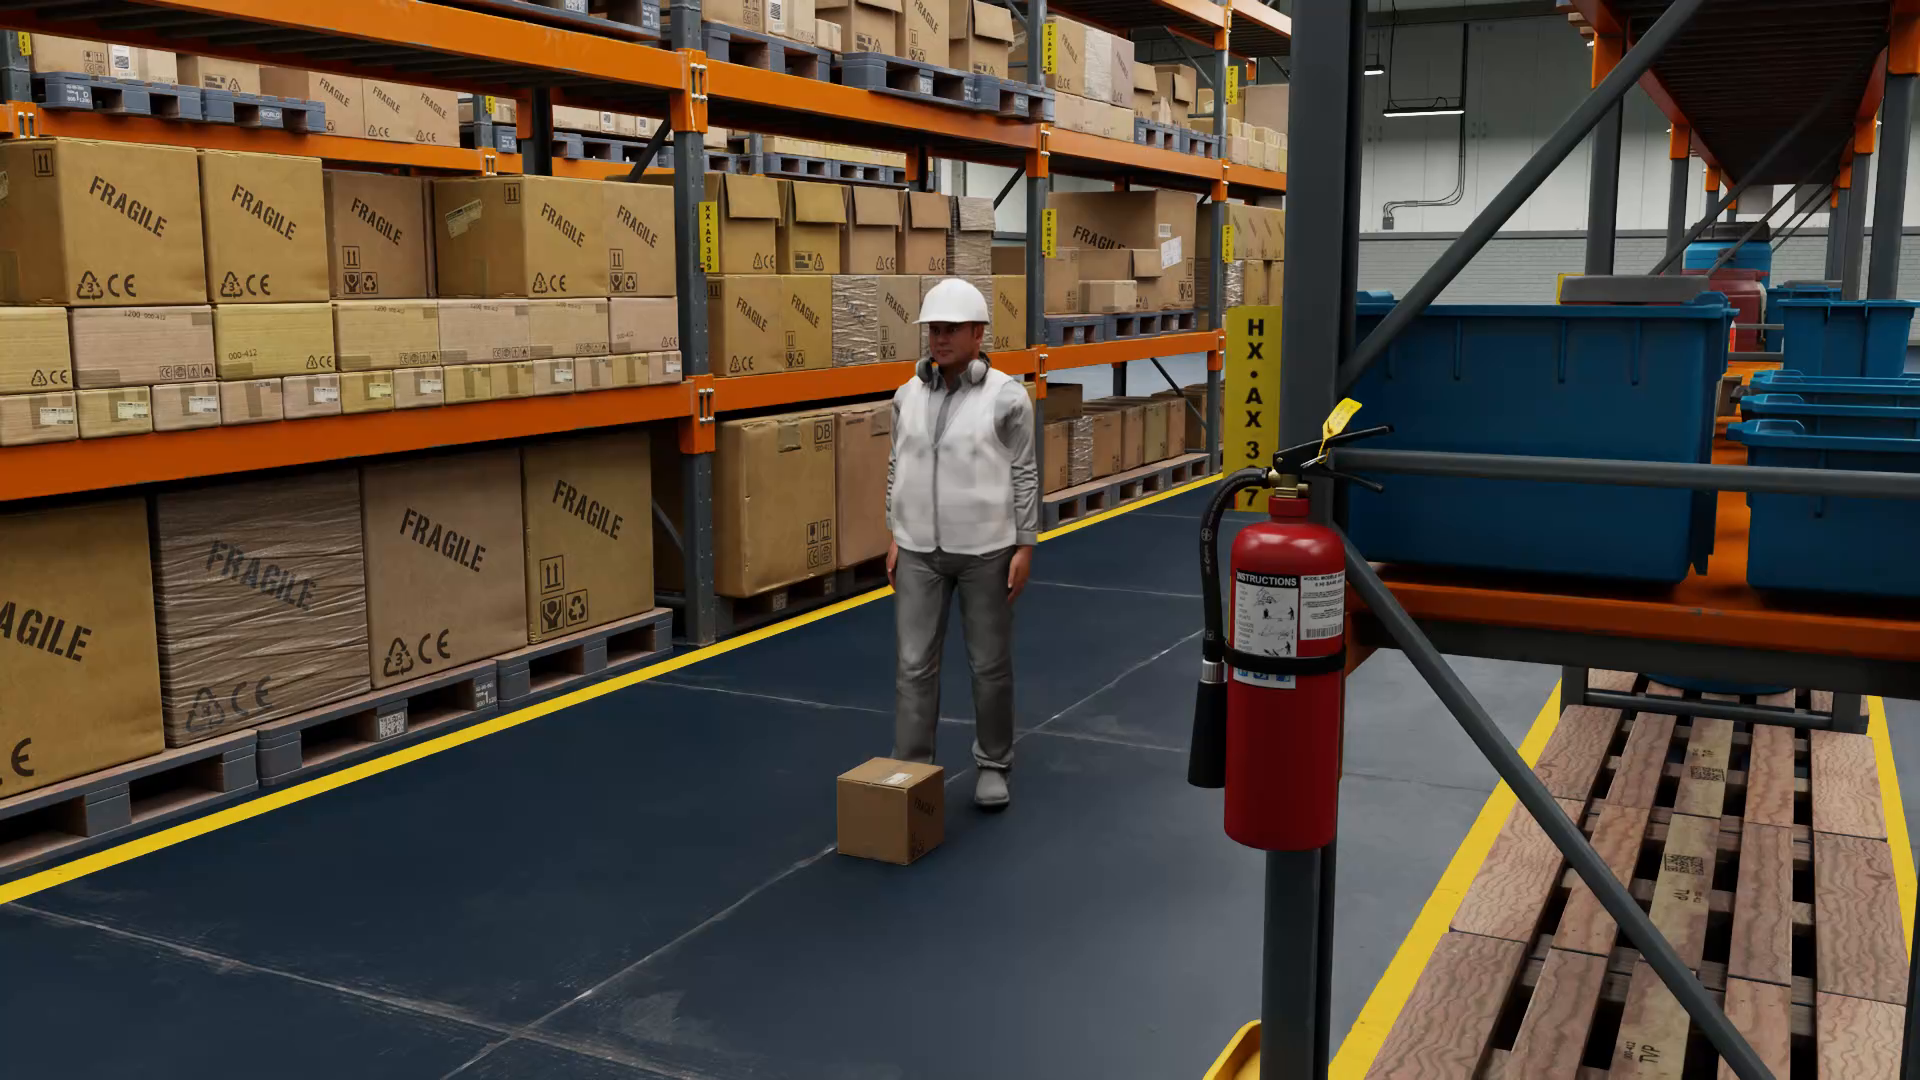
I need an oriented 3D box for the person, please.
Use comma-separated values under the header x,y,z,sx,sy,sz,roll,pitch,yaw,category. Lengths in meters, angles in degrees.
x,y,z,sx,sy,sz,roll,pitch,yaw,category
-0.026,0.032,5.530,0.562,1.781,0.560,3,10,20,person
